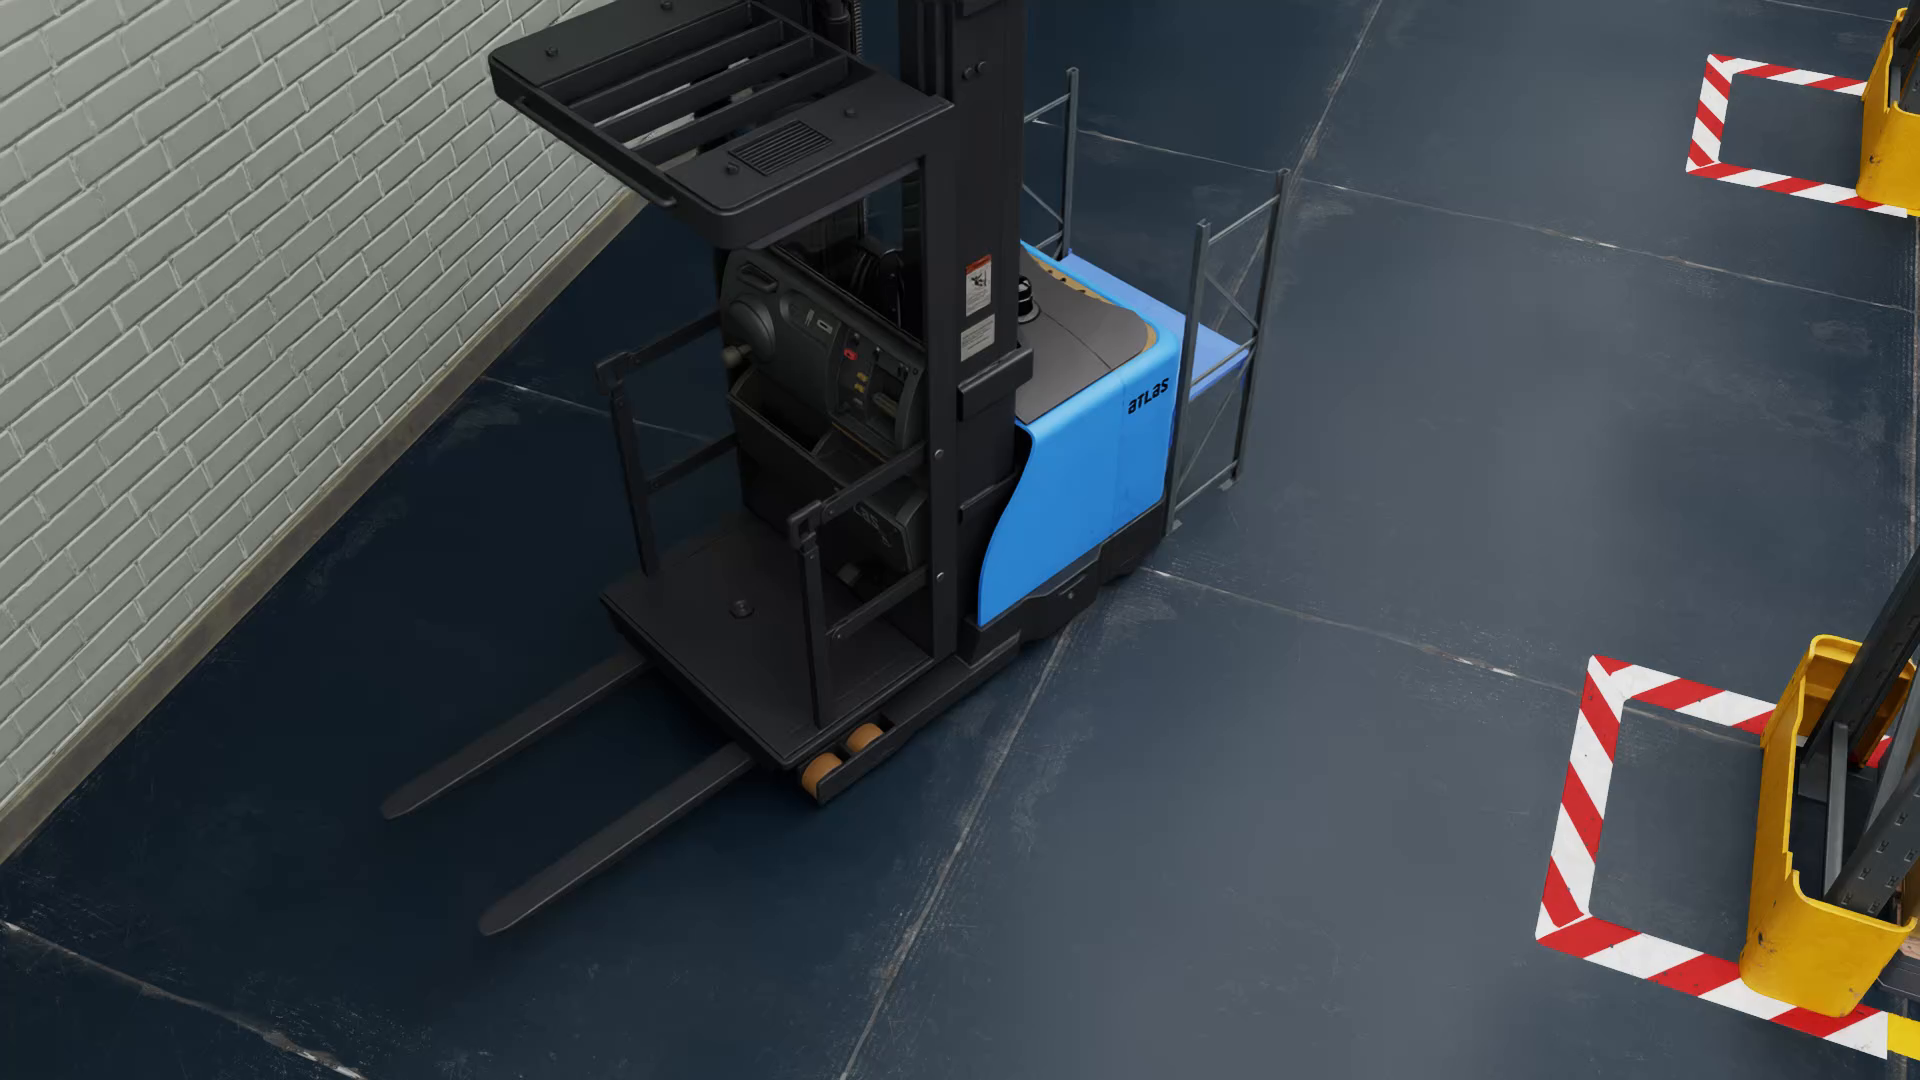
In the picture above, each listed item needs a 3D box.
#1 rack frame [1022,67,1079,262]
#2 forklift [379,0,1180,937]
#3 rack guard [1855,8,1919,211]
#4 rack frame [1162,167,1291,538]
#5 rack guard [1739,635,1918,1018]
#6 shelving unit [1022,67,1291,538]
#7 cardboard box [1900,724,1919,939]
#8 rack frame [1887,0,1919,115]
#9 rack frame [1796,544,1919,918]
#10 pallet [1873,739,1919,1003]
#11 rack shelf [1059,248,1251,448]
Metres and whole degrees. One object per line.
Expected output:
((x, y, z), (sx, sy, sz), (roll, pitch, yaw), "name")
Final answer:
((0.276, -1.177, 6.870), (0.032, 1.500, 0.500), (35, 54, 30), "rack frame")
((-0.607, -0.547, 5.221), (3.031, 2.935, 1.130), (-34, 54, -29), "forklift")
((4.964, -2.258, 8.665), (0.348, 0.500, 1.175), (16, 47, 16), "rack guard")
((1.000, -0.673, 6.363), (0.032, 1.500, 0.500), (35, 54, 30), "rack frame")
((2.869, 0.916, 5.475), (0.348, 0.500, 1.175), (16, 47, 16), "rack guard")
((0.638, -0.925, 6.617), (1.048, 1.500, 0.538), (35, 54, 30), "shelving unit")
((3.512, 0.762, 5.066), (0.875, 0.875, 0.875), (16, 47, 16), "cardboard box")
((4.894, -3.165, 7.805), (0.127, 3.000, 1.000), (16, 47, 16), "rack frame")
((2.891, 0.036, 4.587), (0.127, 3.000, 1.000), (16, 47, 16), "rack frame")
((3.659, 1.191, 5.404), (1.213, 0.211, 1.003), (16, 47, 16), "pallet")
((0.638, -0.798, 6.743), (1.000, 0.185, 0.538), (35, 54, 30), "rack shelf")
